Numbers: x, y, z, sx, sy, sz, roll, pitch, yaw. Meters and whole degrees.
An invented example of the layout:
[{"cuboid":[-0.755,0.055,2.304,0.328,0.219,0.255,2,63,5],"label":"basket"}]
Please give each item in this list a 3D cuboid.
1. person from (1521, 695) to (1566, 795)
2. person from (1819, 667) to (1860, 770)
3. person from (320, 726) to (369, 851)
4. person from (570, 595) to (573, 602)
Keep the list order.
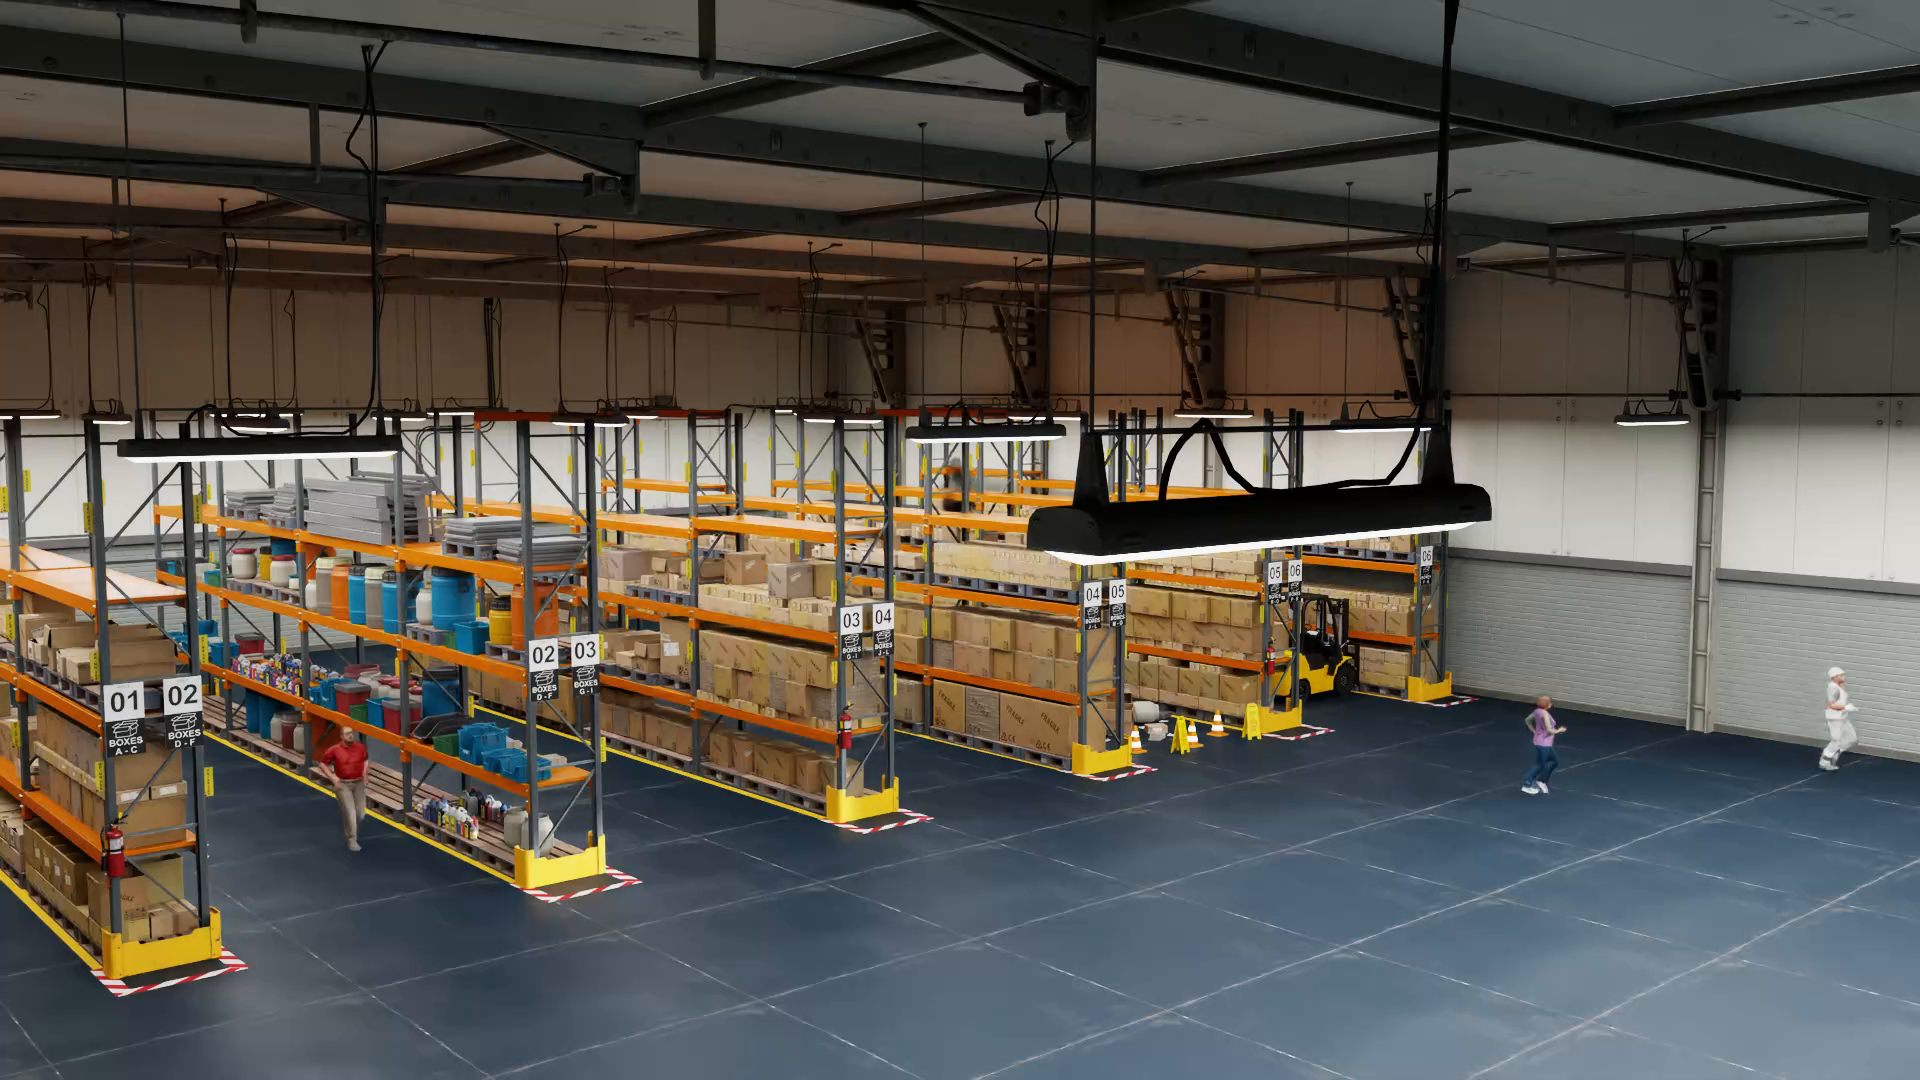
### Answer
[{"cuboid":[9.187,3.236,26.167,0.672,1.611,0.508,1,5,8],"label":"person"},{"cuboid":[14.740,3.002,27.810,0.612,1.759,0.639,4,7,41],"label":"person"},{"cuboid":[-8.579,3.447,23.262,0.672,1.712,0.710,-5,7,-42],"label":"person"},{"cuboid":[-9.268,2.005,40.027,0.658,1.673,0.655,2,5,19],"label":"person"}]
